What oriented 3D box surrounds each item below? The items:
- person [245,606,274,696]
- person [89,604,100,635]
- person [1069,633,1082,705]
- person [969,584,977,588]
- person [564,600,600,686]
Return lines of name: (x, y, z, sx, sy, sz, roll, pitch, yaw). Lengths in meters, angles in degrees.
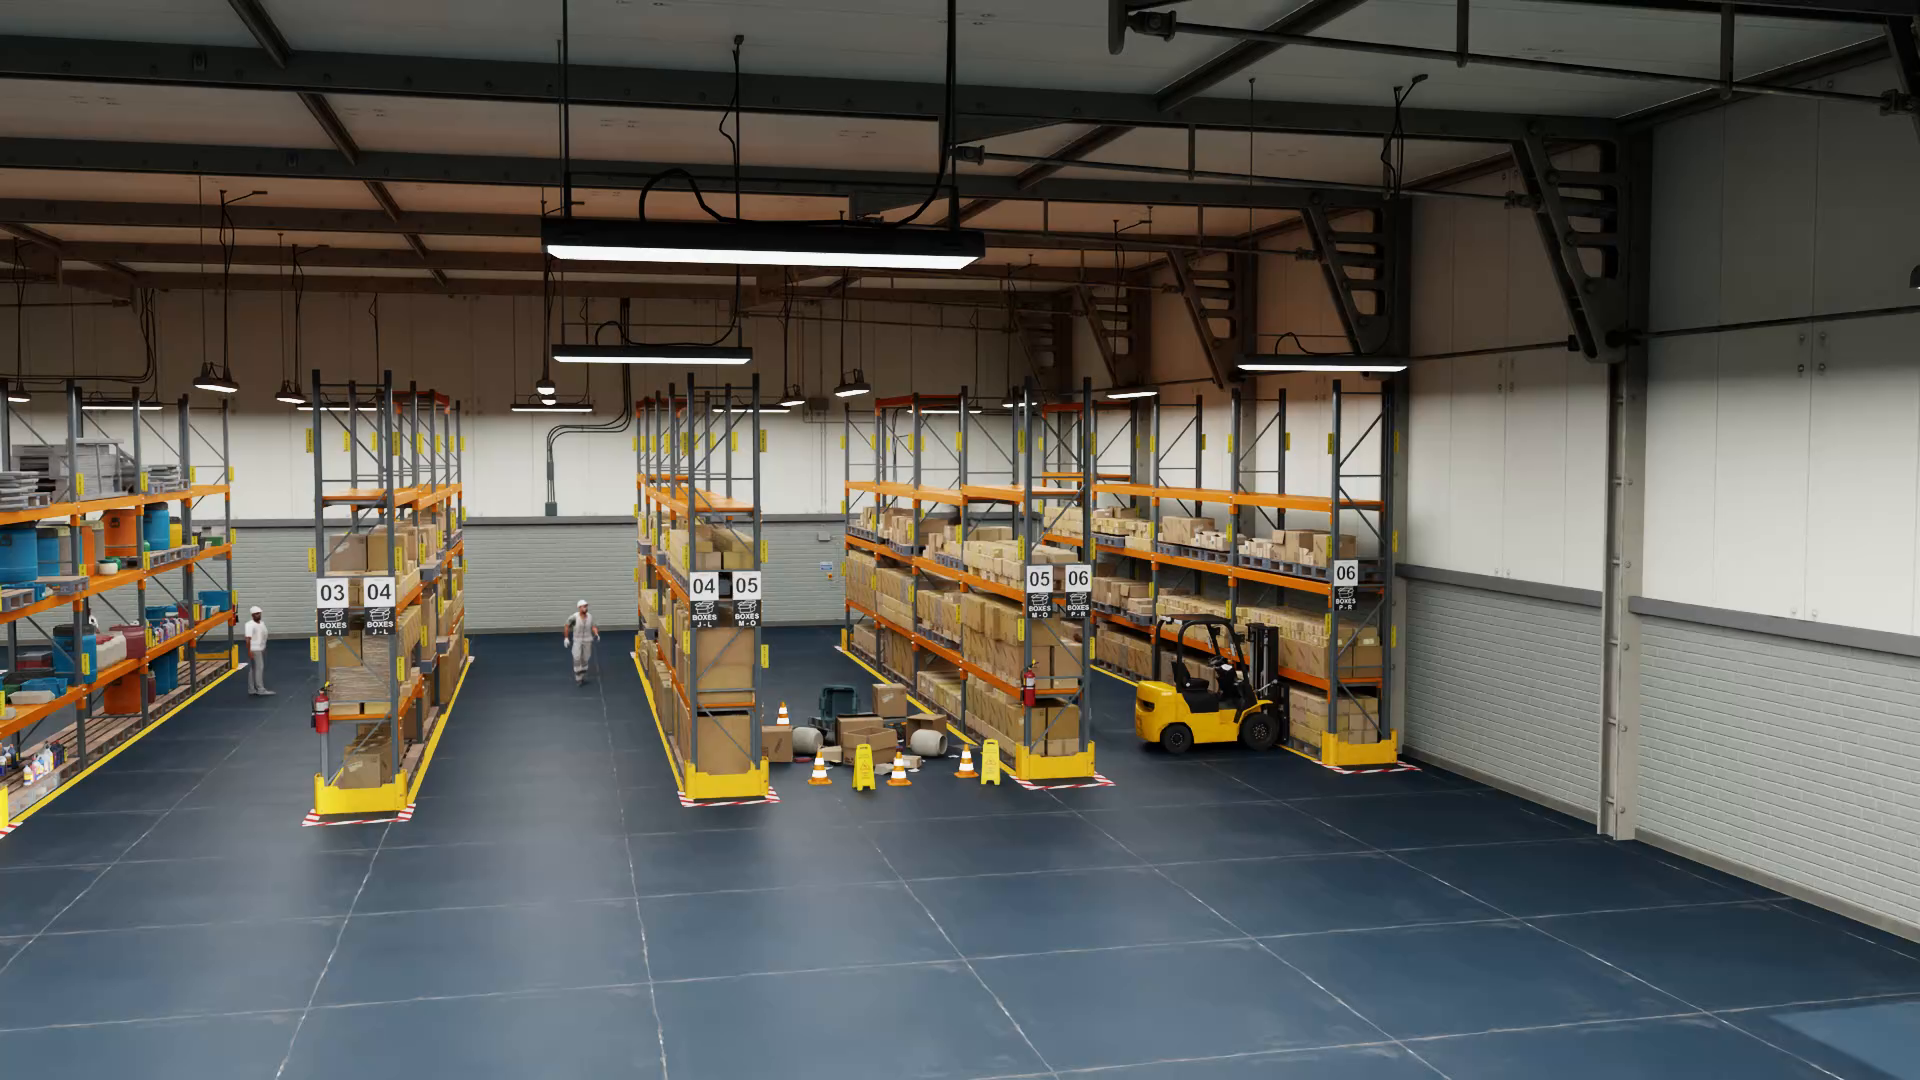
person: (-13.966, 2.200, 33.218, 0.535, 1.765, 0.586, -1, 3, -10)
person: (-18.371, 2.152, 35.047, 0.563, 1.641, 0.955, -1, 3, -10)
person: (2.026, 2.471, 30.200, 0.532, 1.606, 0.556, -1, 3, -18)
person: (0.385, 1.700, 42.973, 0.746, 1.606, 0.494, -1, 3, -18)
person: (-7.903, 2.157, 34.775, 0.730, 1.813, 0.877, -1, 3, -13)
